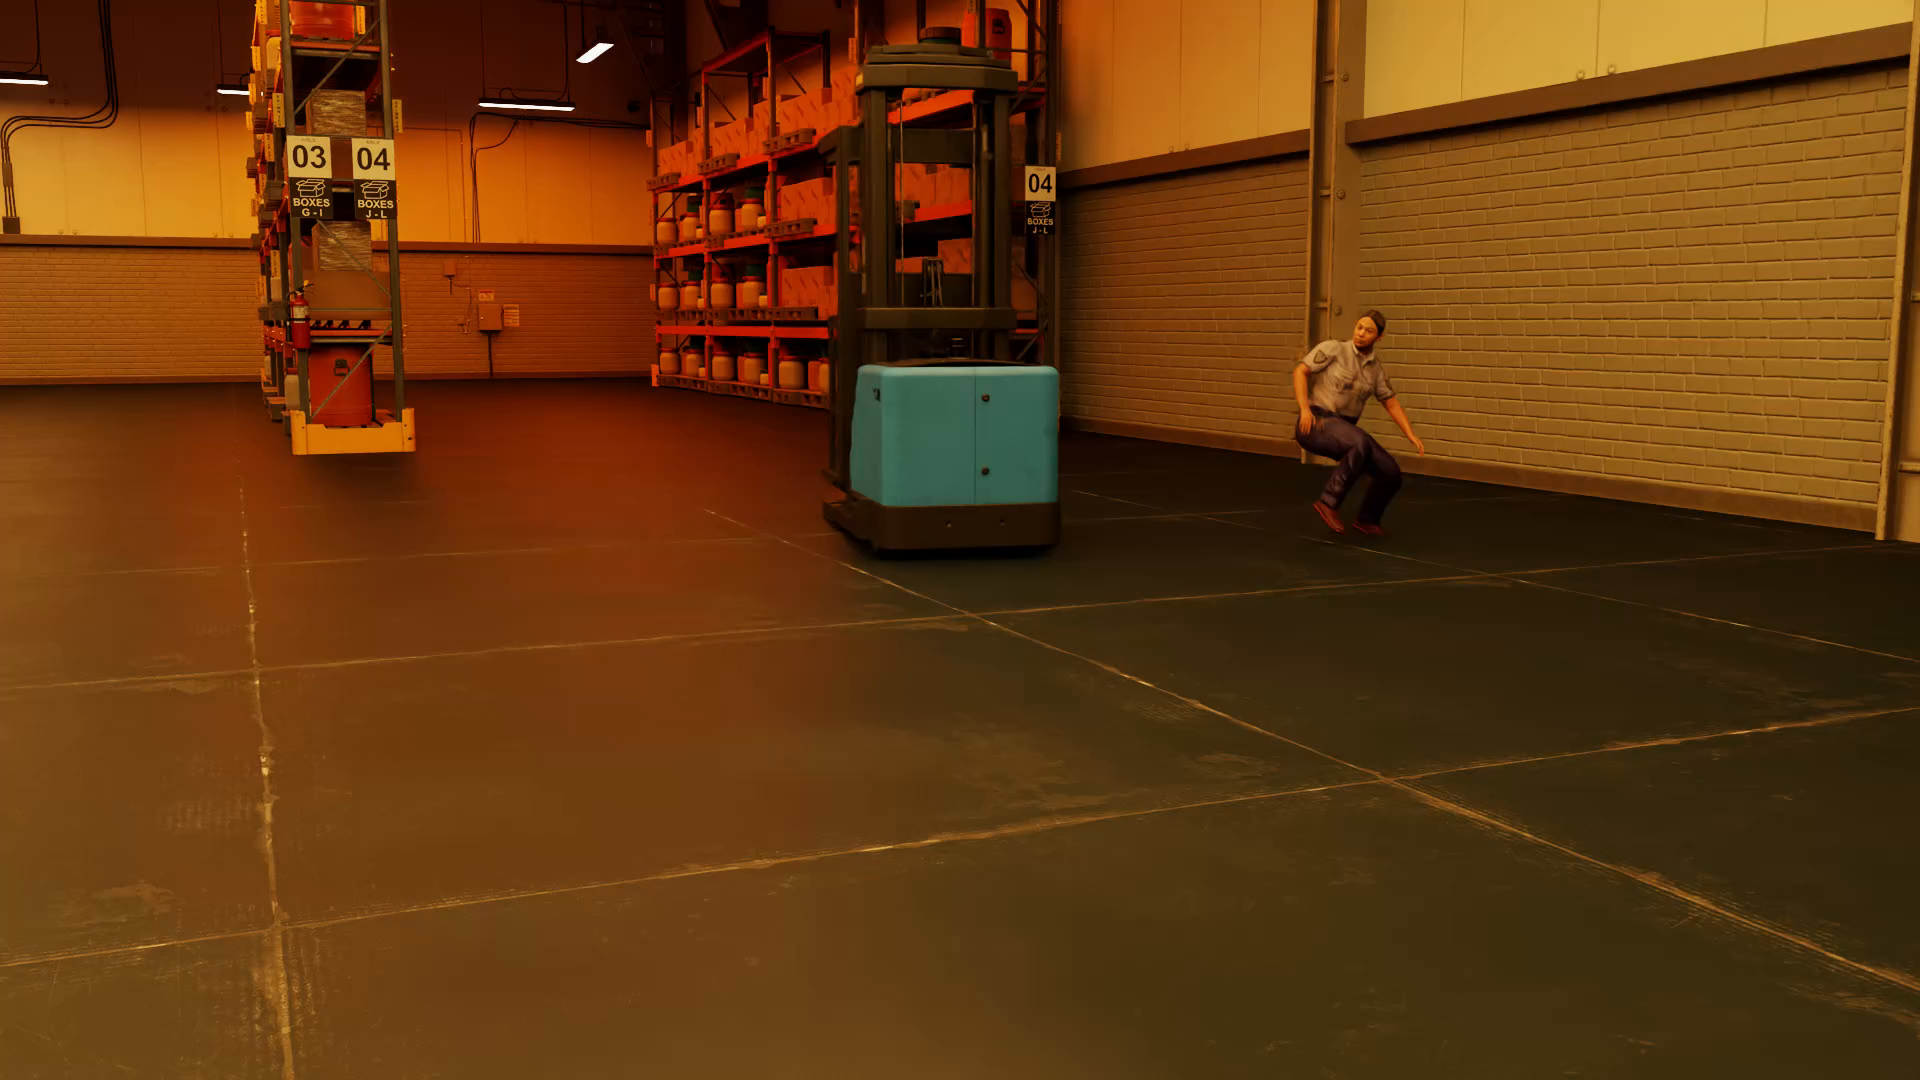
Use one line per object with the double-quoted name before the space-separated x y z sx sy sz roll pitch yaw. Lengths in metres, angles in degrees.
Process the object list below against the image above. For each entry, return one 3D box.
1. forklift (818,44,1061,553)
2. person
"forklift" -0.284 -1.533 10.565 1.130 2.935 3.031 -2 8 -14
"person" 2.409 -0.685 10.168 0.771 1.432 0.631 -6 10 -38
